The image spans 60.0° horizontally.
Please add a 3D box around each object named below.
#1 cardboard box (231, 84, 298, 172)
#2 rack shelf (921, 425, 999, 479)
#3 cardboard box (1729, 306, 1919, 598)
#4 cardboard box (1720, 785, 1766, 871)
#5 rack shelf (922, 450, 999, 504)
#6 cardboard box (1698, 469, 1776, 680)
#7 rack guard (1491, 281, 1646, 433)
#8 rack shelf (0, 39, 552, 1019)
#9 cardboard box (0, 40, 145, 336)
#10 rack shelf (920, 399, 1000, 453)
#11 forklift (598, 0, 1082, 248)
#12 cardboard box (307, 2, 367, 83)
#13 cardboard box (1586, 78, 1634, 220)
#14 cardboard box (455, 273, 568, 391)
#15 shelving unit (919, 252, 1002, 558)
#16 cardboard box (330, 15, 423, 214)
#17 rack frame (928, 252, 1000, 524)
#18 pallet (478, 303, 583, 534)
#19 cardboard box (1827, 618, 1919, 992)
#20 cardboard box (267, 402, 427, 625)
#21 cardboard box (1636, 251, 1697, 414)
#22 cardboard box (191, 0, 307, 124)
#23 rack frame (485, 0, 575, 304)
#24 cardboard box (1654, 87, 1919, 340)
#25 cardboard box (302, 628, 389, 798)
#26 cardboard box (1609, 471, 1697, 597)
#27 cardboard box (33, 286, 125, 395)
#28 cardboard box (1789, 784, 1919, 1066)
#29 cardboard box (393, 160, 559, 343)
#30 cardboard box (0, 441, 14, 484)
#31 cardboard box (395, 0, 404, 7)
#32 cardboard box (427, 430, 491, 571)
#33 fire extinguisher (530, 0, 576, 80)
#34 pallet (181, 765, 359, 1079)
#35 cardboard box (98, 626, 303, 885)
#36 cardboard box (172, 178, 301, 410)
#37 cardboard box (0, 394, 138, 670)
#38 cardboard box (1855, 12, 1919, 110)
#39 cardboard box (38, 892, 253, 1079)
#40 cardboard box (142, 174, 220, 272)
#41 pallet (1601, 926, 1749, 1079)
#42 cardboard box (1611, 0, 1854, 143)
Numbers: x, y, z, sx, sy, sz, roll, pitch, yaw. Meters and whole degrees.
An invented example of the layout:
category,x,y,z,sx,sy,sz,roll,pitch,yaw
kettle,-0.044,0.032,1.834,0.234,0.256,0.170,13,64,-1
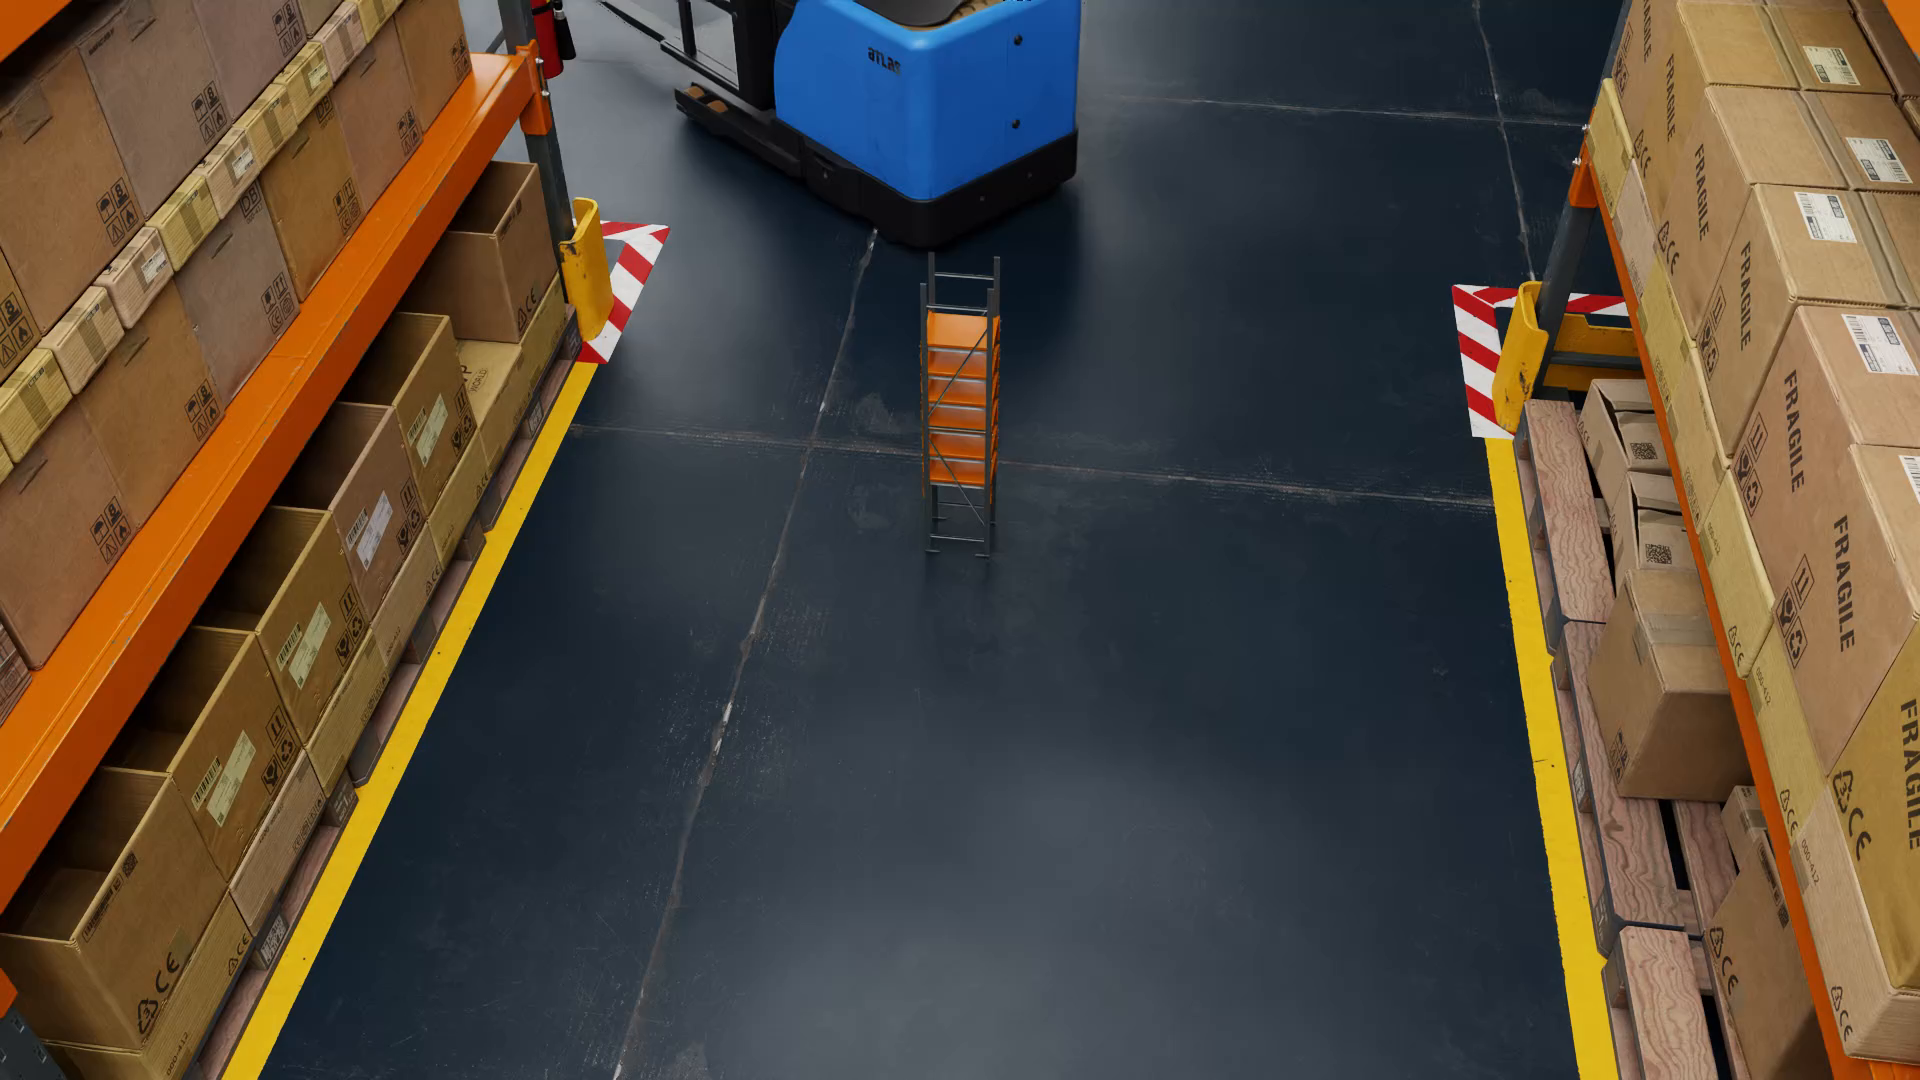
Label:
category,x,y,z,sx,sy,sz,roll,pitch,yaw
cardboard box,-2.157,-1.201,4.792,0.380,0.149,0.250,6,44,7
rack shelf,0.002,-0.326,5.961,0.258,0.103,0.180,5,44,6
cardboard box,2.150,-0.174,3.801,0.500,0.500,0.500,4,44,4
cardboard box,2.487,0.872,4.901,0.380,0.149,0.250,2,43,2
rack shelf,0.002,-0.239,6.043,0.258,0.103,0.180,5,44,6
cardboard box,2.144,0.098,4.059,0.500,0.250,0.500,5,44,5
rack guard,2.775,-0.682,6.607,1.175,0.500,0.348,5,44,6
rack shelf,-2.390,-0.465,5.083,1.077,0.370,4.000,5,44,6
cardboard box,-2.470,-0.859,3.960,0.700,0.500,0.500,5,44,5
rack shelf,0.002,-0.413,5.878,0.258,0.103,0.180,5,44,6
forklift,-0.799,-3.322,7.627,1.130,2.935,3.031,-32,52,-29
cardboard box,-2.090,-1.559,5.171,0.380,0.149,0.250,6,44,6
cardboard box,2.406,-1.291,5.526,0.500,0.250,0.500,4,44,4
cardboard box,-1.904,-0.851,6.662,0.500,0.250,0.500,5,44,6
shelving unit,0.002,-0.446,5.848,0.258,1.200,0.189,5,44,6
cardboard box,-2.265,-1.450,5.527,0.700,0.500,0.500,6,44,7
rack frame,0.014,-0.508,5.914,0.240,1.200,0.006,5,44,6
pallet,-2.185,-0.552,6.679,1.003,0.211,1.213,5,44,6
cardboard box,2.012,0.509,3.080,0.500,0.500,0.500,5,44,5
cardboard box,-2.087,-0.100,5.323,0.500,0.500,0.500,5,44,6
cardboard box,2.278,-0.589,4.785,0.500,0.250,0.500,5,44,5
cardboard box,-2.337,-1.541,4.680,0.700,0.500,0.500,5,44,6
rack frame,-2.126,-2.089,6.275,1.000,3.000,0.127,5,44,6
cardboard box,2.274,-0.881,4.548,0.500,0.500,0.500,4,44,4
cardboard box,-2.150,0.514,5.220,0.500,0.250,0.500,5,44,6
cardboard box,2.529,0.027,5.676,0.500,0.311,0.500,9,44,9
cardboard box,-2.293,-0.497,4.049,0.380,0.149,0.250,4,44,4
cardboard box,2.018,0.781,3.338,0.500,0.250,0.500,5,44,6
cardboard box,-1.902,-1.123,6.404,0.500,0.500,0.500,5,44,6
cardboard box,-2.362,-0.148,3.680,0.380,0.149,0.250,4,44,4
cardboard box,-2.021,-1.905,5.536,0.380,0.149,0.250,6,44,7
cardboard box,-2.022,-0.168,5.940,0.500,0.250,0.500,5,44,6
fire extinguisher,-1.650,-2.100,6.342,0.296,0.674,0.183,5,44,6
pallet,-2.508,1.111,4.923,1.003,0.211,1.213,5,44,6
cardboard box,-2.225,0.581,4.603,0.500,0.500,0.500,5,44,6
cardboard box,-2.402,-0.753,4.791,0.700,0.500,0.500,6,44,7
cardboard box,-2.539,-0.063,4.062,0.700,0.500,0.500,5,44,5
cardboard box,2.857,-1.184,4.868,0.500,0.500,0.500,6,44,6
cardboard box,-2.293,1.194,4.502,0.500,0.250,0.500,5,44,6
cardboard box,-2.226,-0.857,4.429,0.380,0.149,0.250,5,44,5
pallet,2.310,1.636,4.369,1.003,0.211,1.213,5,44,6
cardboard box,2.424,-1.569,5.274,0.500,0.500,0.500,5,44,6
